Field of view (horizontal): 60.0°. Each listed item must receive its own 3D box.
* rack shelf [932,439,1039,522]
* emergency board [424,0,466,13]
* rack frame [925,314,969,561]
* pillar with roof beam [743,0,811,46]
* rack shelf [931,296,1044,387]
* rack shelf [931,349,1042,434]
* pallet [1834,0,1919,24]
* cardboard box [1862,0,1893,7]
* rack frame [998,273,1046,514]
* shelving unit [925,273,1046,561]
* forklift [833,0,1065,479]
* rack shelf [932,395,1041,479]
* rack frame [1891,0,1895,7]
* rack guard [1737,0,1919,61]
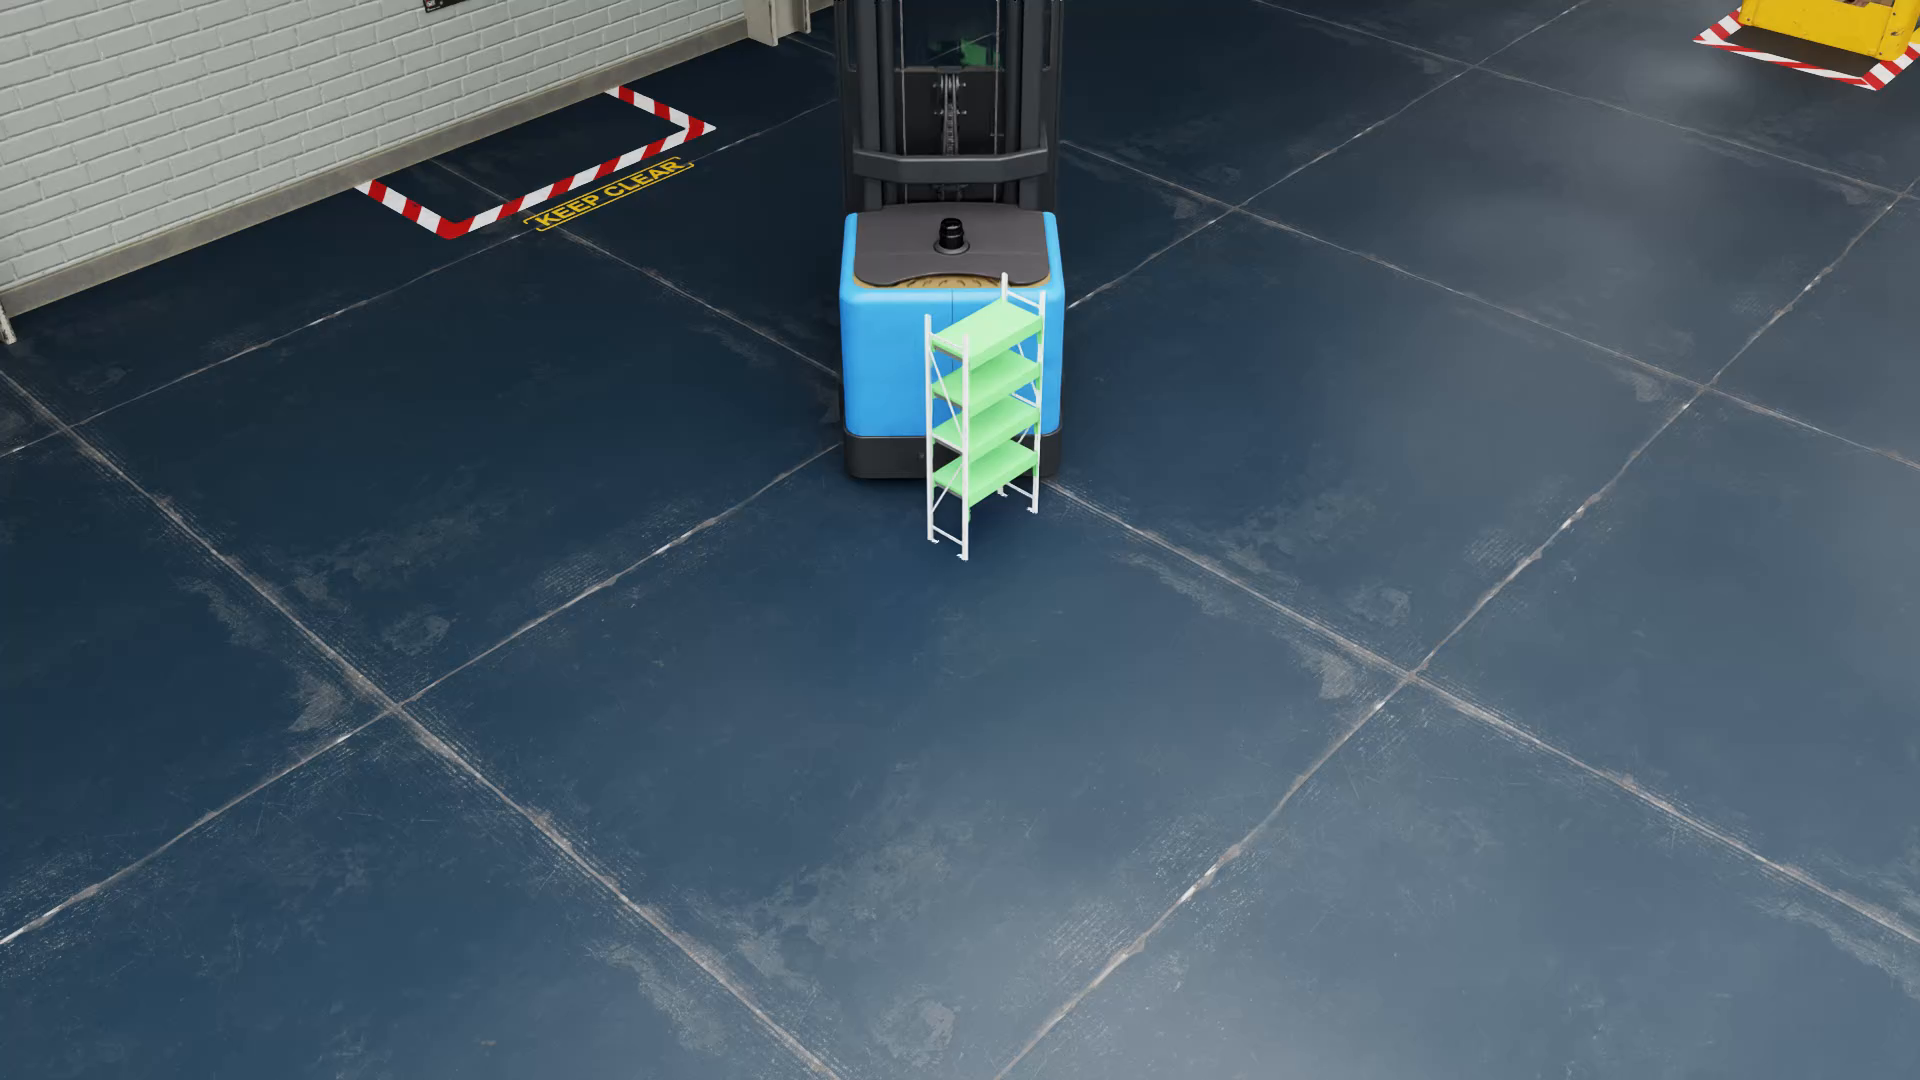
[{"bbox_3d":[0.109,-0.299,7.647,0.258,0.148,0.480,30,47,32],"label":"rack shelf"},{"bbox_3d":[-3.086,-3.883,10.223,0.157,1.169,0.626,30,47,32],"label":"emergency board"},{"bbox_3d":[-0.056,-0.427,7.319,0.240,1.200,0.015,30,47,32],"label":"rack frame"},{"bbox_3d":[1.807,-5.539,7.485,9.100,9.000,0.400,30,47,32],"label":"pillar with roof beam"},{"bbox_3d":[0.110,-0.865,7.202,0.258,0.148,0.480,30,47,32],"label":"rack shelf"},{"bbox_3d":[0.110,-0.676,7.351,0.258,0.148,0.480,30,47,32],"label":"rack shelf"},{"bbox_3d":[6.987,-4.269,12.949,1.003,0.211,1.213,30,47,32],"label":"pallet"},{"bbox_3d":[7.028,-4.233,12.535,0.500,0.250,0.500,30,47,32],"label":"cardboard box"},{"bbox_3d":[0.276,-0.648,7.600,0.240,1.200,0.015,30,47,32],"label":"rack frame"},{"bbox_3d":[0.110,-0.538,7.459,0.258,1.200,0.503,30,47,32],"label":"shelving unit"},{"bbox_3d":[-0.056,-2.333,8.329,1.130,2.935,3.031,-1,38,-1],"label":"forklift"},{"bbox_3d":[0.110,-0.487,7.499,0.258,0.148,0.480,30,47,32],"label":"rack shelf"},{"bbox_3d":[6.502,-4.992,11.618,1.000,3.000,0.127,30,47,32],"label":"rack frame"},{"bbox_3d":[6.486,-4.002,12.382,1.175,0.500,0.348,30,47,32],"label":"rack guard"}]
